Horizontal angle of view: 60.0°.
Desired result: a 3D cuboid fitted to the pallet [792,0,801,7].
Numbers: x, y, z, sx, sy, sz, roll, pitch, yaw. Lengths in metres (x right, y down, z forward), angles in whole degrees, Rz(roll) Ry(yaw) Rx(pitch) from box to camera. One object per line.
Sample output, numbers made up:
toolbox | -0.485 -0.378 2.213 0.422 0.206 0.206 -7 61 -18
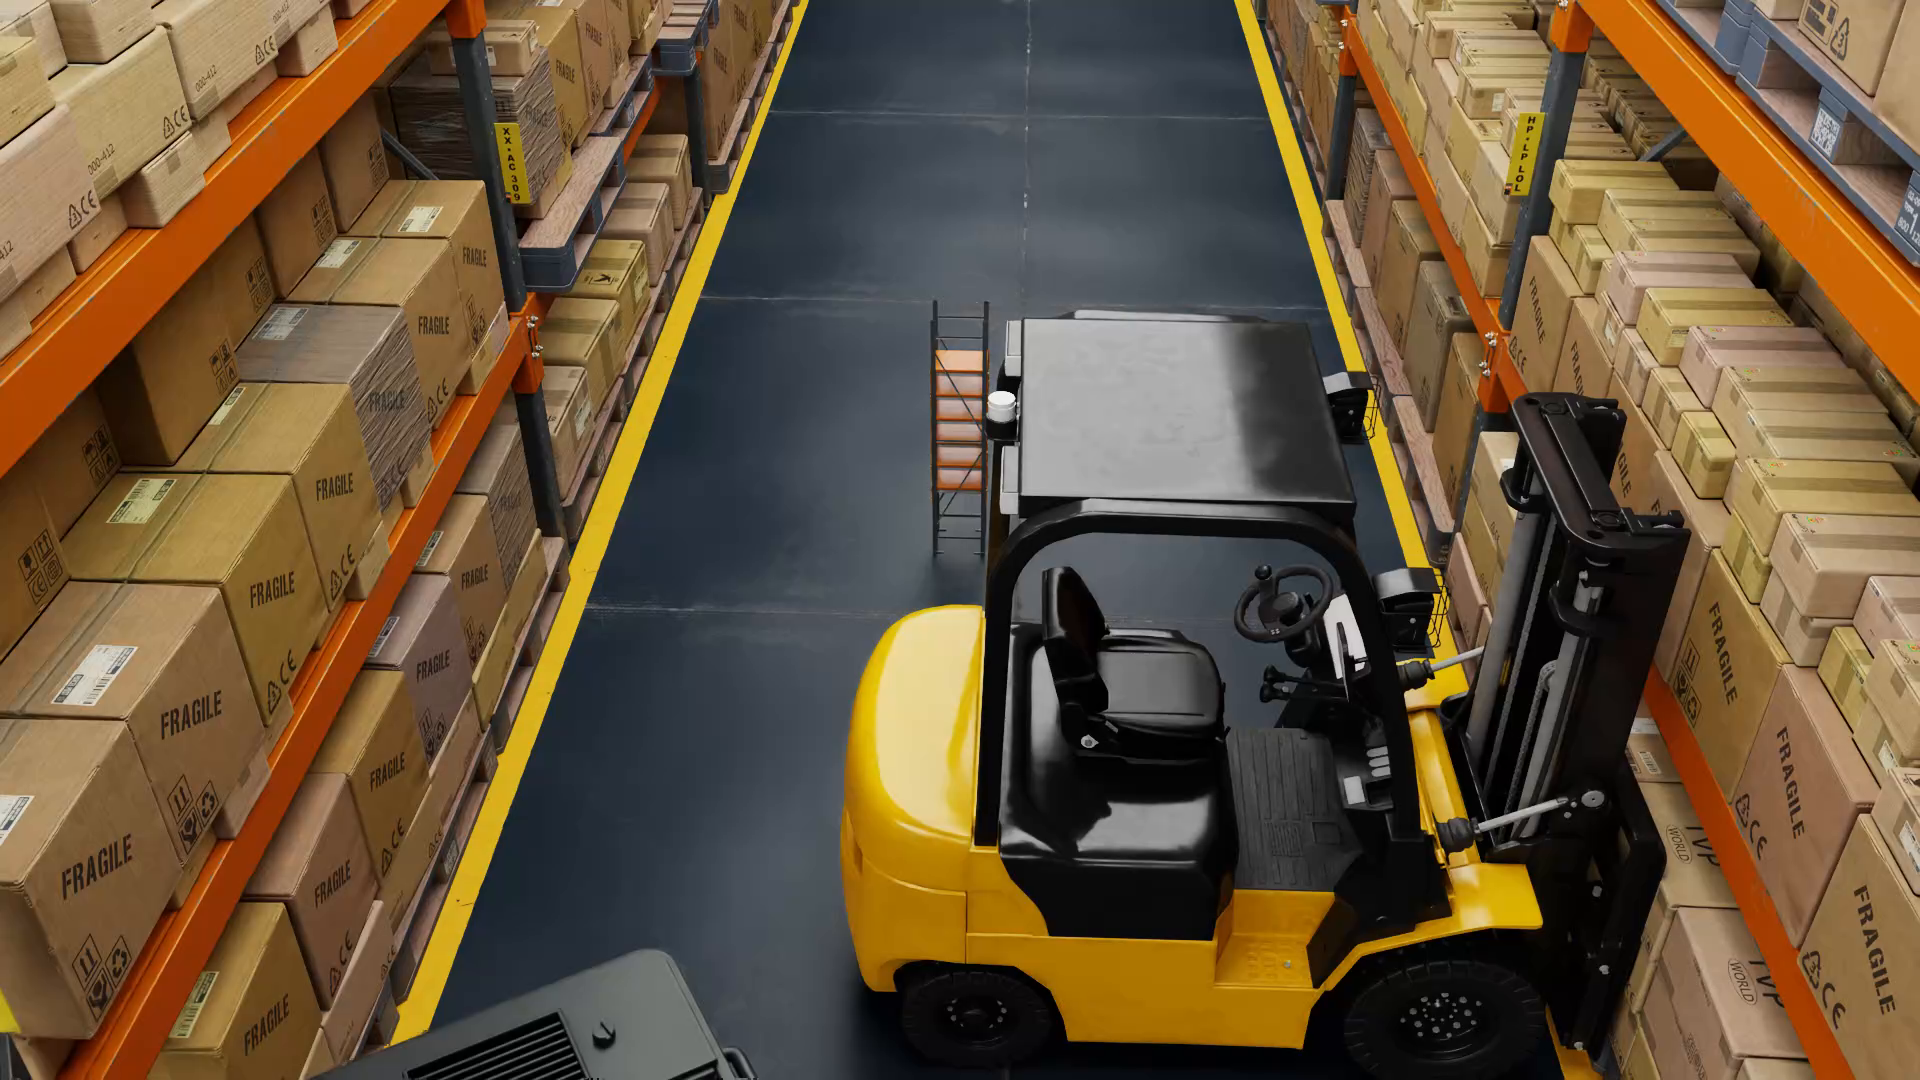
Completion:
pallet | -1.856 -5.008 14.693 1.003 0.211 1.213 1 35 2

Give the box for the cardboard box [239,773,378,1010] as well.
cardboard box | -2.121 1.055 5.014 0.500 0.500 0.500 0 35 0

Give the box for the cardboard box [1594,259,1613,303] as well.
cardboard box | 2.406 -0.836 5.679 0.380 0.149 0.250 1 35 2

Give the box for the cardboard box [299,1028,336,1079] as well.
cardboard box | -2.138 1.676 4.782 0.500 0.250 0.500 1 35 1

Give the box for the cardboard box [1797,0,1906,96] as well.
cardboard box | 2.490 -1.371 3.941 0.797 0.503 0.637 2 35 3

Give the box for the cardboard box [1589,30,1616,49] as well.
cardboard box | 3.006 -2.240 7.677 0.380 0.149 0.250 1 35 2

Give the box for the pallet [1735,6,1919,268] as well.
pallet | 2.613 -1.007 4.042 1.003 0.211 1.213 1 35 2

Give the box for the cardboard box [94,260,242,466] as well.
cardboard box | -2.540 -0.559 4.722 0.700 0.500 0.500 1 35 2

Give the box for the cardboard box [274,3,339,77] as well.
cardboard box | -2.050 -1.463 4.833 0.380 0.149 0.250 2 35 3

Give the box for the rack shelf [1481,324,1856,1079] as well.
rack shelf | 2.593 0.438 5.144 1.077 0.370 4.000 1 35 2

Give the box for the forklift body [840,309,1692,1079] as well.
forklift body | 0.766 0.508 5.156 2.313 2.155 1.214 1 35 2

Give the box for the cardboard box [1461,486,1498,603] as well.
cardboard box | 2.346 0.014 6.713 0.500 0.250 0.500 1 35 2

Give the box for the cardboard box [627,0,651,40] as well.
cardboard box | -1.895 -2.896 8.551 0.500 0.500 0.500 -1 35 -1

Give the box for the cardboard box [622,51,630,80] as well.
cardboard box | -1.887 -2.399 8.408 0.380 0.149 0.250 0 35 0

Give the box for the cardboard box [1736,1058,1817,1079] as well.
cardboard box | 2.220 1.565 4.071 0.500 0.250 0.500 2 35 3

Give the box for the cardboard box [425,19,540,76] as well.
cardboard box | -1.914 -1.980 6.683 0.380 0.149 0.250 1 35 2

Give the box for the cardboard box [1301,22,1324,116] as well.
cardboard box | 2.685 -3.289 11.629 0.500 0.500 0.500 3 35 4

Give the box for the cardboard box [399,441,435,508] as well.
cardboard box | -2.032 -0.240 5.701 0.380 0.149 0.250 1 35 1

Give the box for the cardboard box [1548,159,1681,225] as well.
cardboard box | 2.364 -1.257 6.020 0.380 0.149 0.250 2 35 3

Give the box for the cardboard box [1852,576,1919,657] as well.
cardboard box | 2.363 0.219 3.919 0.380 0.149 0.250 2 35 2

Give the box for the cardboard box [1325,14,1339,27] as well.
cardboard box | 2.691 -3.466 11.318 0.380 0.149 0.250 2 35 3

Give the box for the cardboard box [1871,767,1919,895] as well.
cardboard box | 2.227 0.633 3.589 0.380 0.149 0.250 2 35 3

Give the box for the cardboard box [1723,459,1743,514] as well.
cardboard box | 2.374 -0.098 4.630 0.380 0.149 0.250 1 35 2

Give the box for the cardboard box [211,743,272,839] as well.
cardboard box | -2.083 0.652 4.432 0.380 0.149 0.250 2 35 3

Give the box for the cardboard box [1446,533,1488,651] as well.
cardboard box | 2.323 0.218 6.857 0.500 0.250 0.500 2 35 2

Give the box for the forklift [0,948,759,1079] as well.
forklift | -0.598 1.849 2.569 3.031 2.935 1.130 -17 39 -23

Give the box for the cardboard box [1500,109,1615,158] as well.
cardboard box | 2.457 -1.662 6.855 0.380 0.149 0.250 1 35 1

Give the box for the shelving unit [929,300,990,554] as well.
shelving unit | -0.001 -0.483 7.393 0.258 1.200 0.189 1 35 2

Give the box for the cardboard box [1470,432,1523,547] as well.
cardboard box | 2.340 -0.191 6.569 0.500 0.250 0.500 1 35 1

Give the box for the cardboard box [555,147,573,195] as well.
cardboard box | -1.930 -1.640 7.329 0.380 0.149 0.250 2 35 3

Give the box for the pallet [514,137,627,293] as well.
pallet | -2.110 -1.475 7.407 1.003 0.211 1.213 1 35 2

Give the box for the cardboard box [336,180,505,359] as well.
cardboard box | -2.056 -1.019 6.246 0.500 0.500 0.500 0 35 1

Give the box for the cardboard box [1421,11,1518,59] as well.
cardboard box | 2.420 -2.402 7.908 0.380 0.149 0.250 0 35 1

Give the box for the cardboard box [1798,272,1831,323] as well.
cardboard box | 2.966 -0.802 5.373 0.380 0.149 0.250 1 35 1

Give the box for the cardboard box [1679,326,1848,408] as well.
cardboard box | 2.392 -0.515 4.965 0.380 0.149 0.250 1 35 2

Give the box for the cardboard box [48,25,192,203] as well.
cardboard box | -2.135 -0.977 3.794 0.500 0.250 0.500 2 35 3

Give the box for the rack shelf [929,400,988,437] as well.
rack shelf | -0.001 -0.544 7.350 0.258 0.103 0.180 1 35 2

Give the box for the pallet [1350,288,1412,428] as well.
pallet | 2.710 -0.992 8.977 1.003 0.211 1.213 1 35 2

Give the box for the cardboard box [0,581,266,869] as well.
cardboard box | -2.133 0.454 4.149 0.500 0.500 0.500 2 35 3

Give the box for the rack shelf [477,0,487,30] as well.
rack shelf | -2.206 -3.200 7.711 1.077 0.370 4.000 1 35 2

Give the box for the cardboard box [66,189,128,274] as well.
cardboard box | -2.151 -0.727 3.786 0.380 0.149 0.250 0 35 0

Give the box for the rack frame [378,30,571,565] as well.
rack frame | -2.286 -1.118 6.732 1.000 3.000 0.127 1 35 2

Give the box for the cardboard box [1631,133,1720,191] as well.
cardboard box | 2.902 -1.509 6.637 0.380 0.149 0.250 1 35 1

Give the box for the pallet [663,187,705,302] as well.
pallet | -2.159 -1.826 10.165 1.003 0.211 1.213 1 35 2

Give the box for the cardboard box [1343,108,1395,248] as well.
cardboard box | 2.795 -2.146 9.895 0.875 0.625 0.625 2 35 3

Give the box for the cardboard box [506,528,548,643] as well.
cardboard box | -2.042 0.181 6.910 0.500 0.250 0.500 3 35 4

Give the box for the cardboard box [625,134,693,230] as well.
cardboard box | -2.158 -2.188 10.175 0.950 0.372 0.625 -1 35 -1

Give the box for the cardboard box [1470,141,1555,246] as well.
cardboard box | 2.438 -1.437 6.881 0.500 0.250 0.500 1 35 1

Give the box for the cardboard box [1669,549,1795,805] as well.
cardboard box | 2.320 0.371 4.527 0.500 0.500 0.500 1 35 1

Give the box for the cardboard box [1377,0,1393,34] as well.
cardboard box | 2.551 -2.910 8.977 0.500 0.250 0.500 2 35 3

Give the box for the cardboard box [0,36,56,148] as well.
cardboard box | -2.079 -0.900 3.338 0.380 0.149 0.250 1 35 2

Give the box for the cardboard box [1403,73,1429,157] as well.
cardboard box | 2.511 -2.110 8.274 0.500 0.250 0.500 2 35 3
